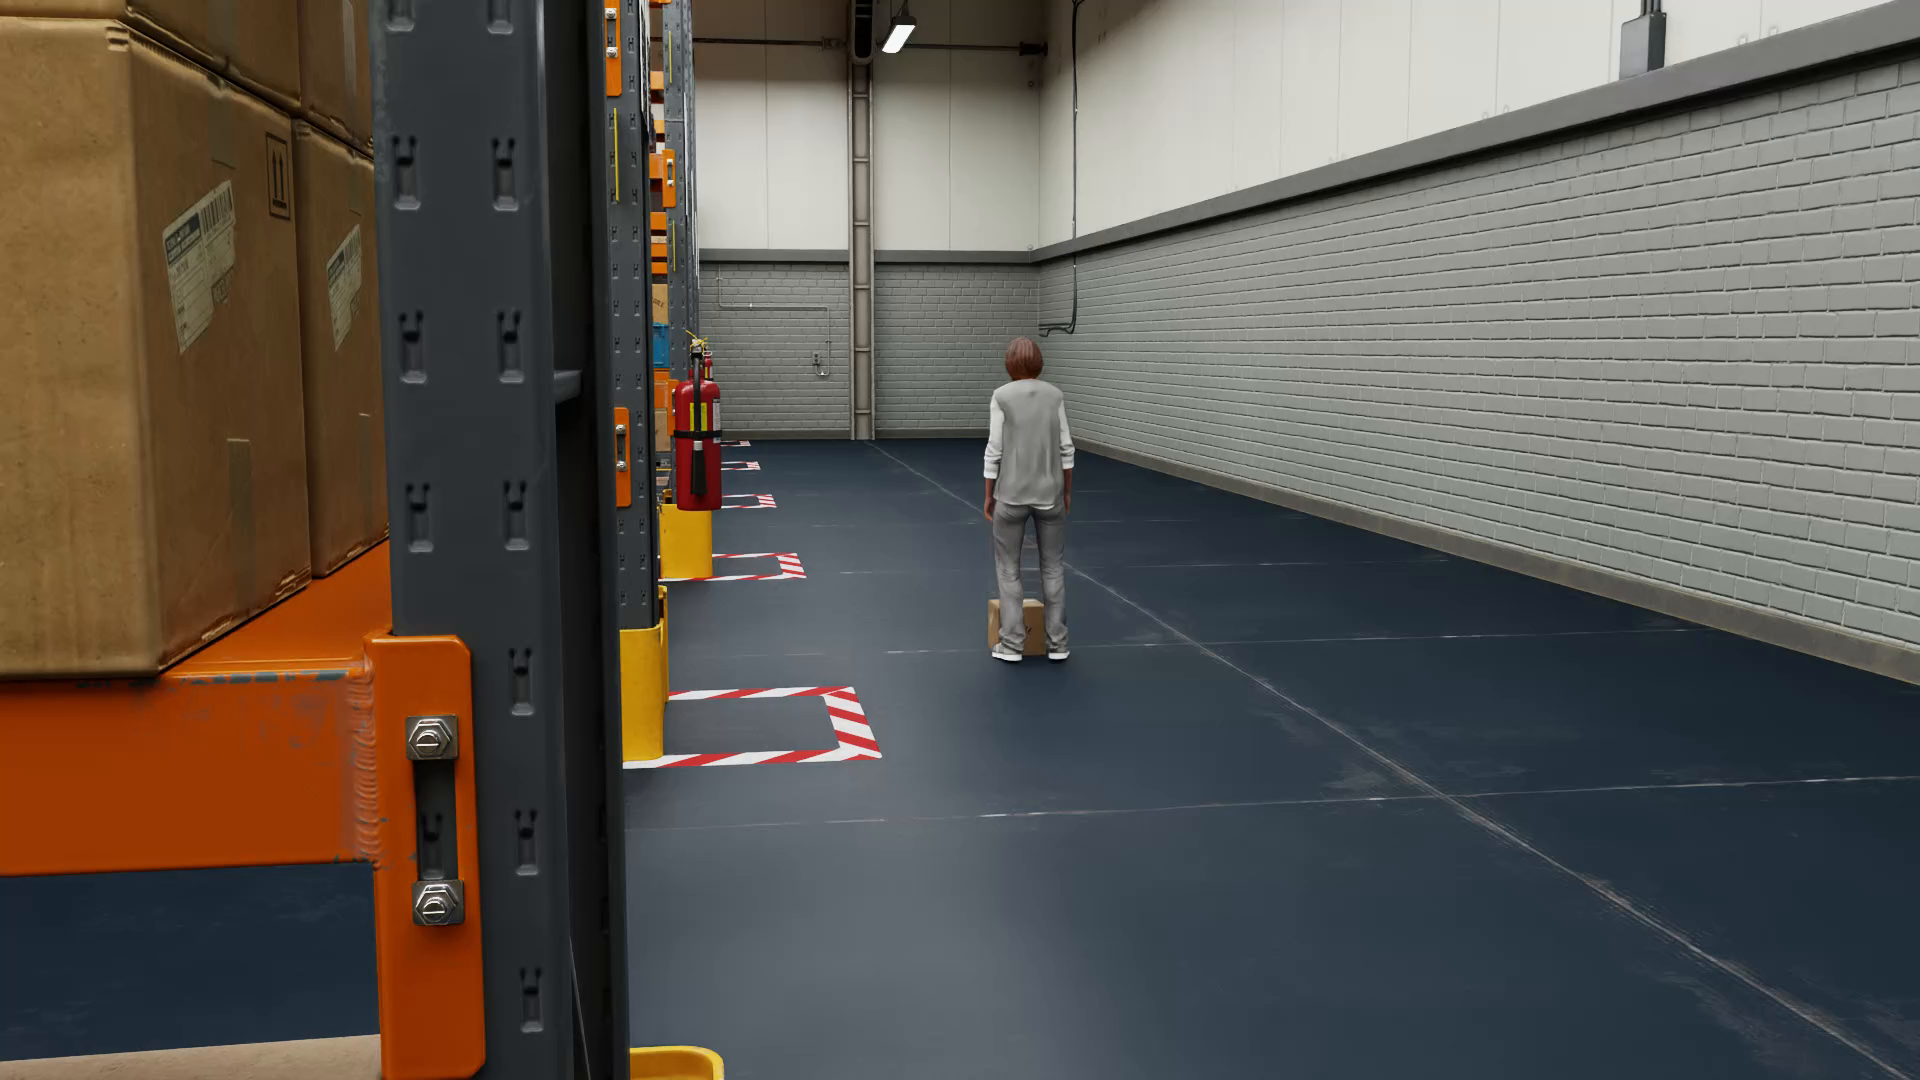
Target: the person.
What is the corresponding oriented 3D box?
[{"bbox_3d":[0.336,-0.194,8.182,0.476,1.592,0.347,-1,7,-12],"label":"person"}]
